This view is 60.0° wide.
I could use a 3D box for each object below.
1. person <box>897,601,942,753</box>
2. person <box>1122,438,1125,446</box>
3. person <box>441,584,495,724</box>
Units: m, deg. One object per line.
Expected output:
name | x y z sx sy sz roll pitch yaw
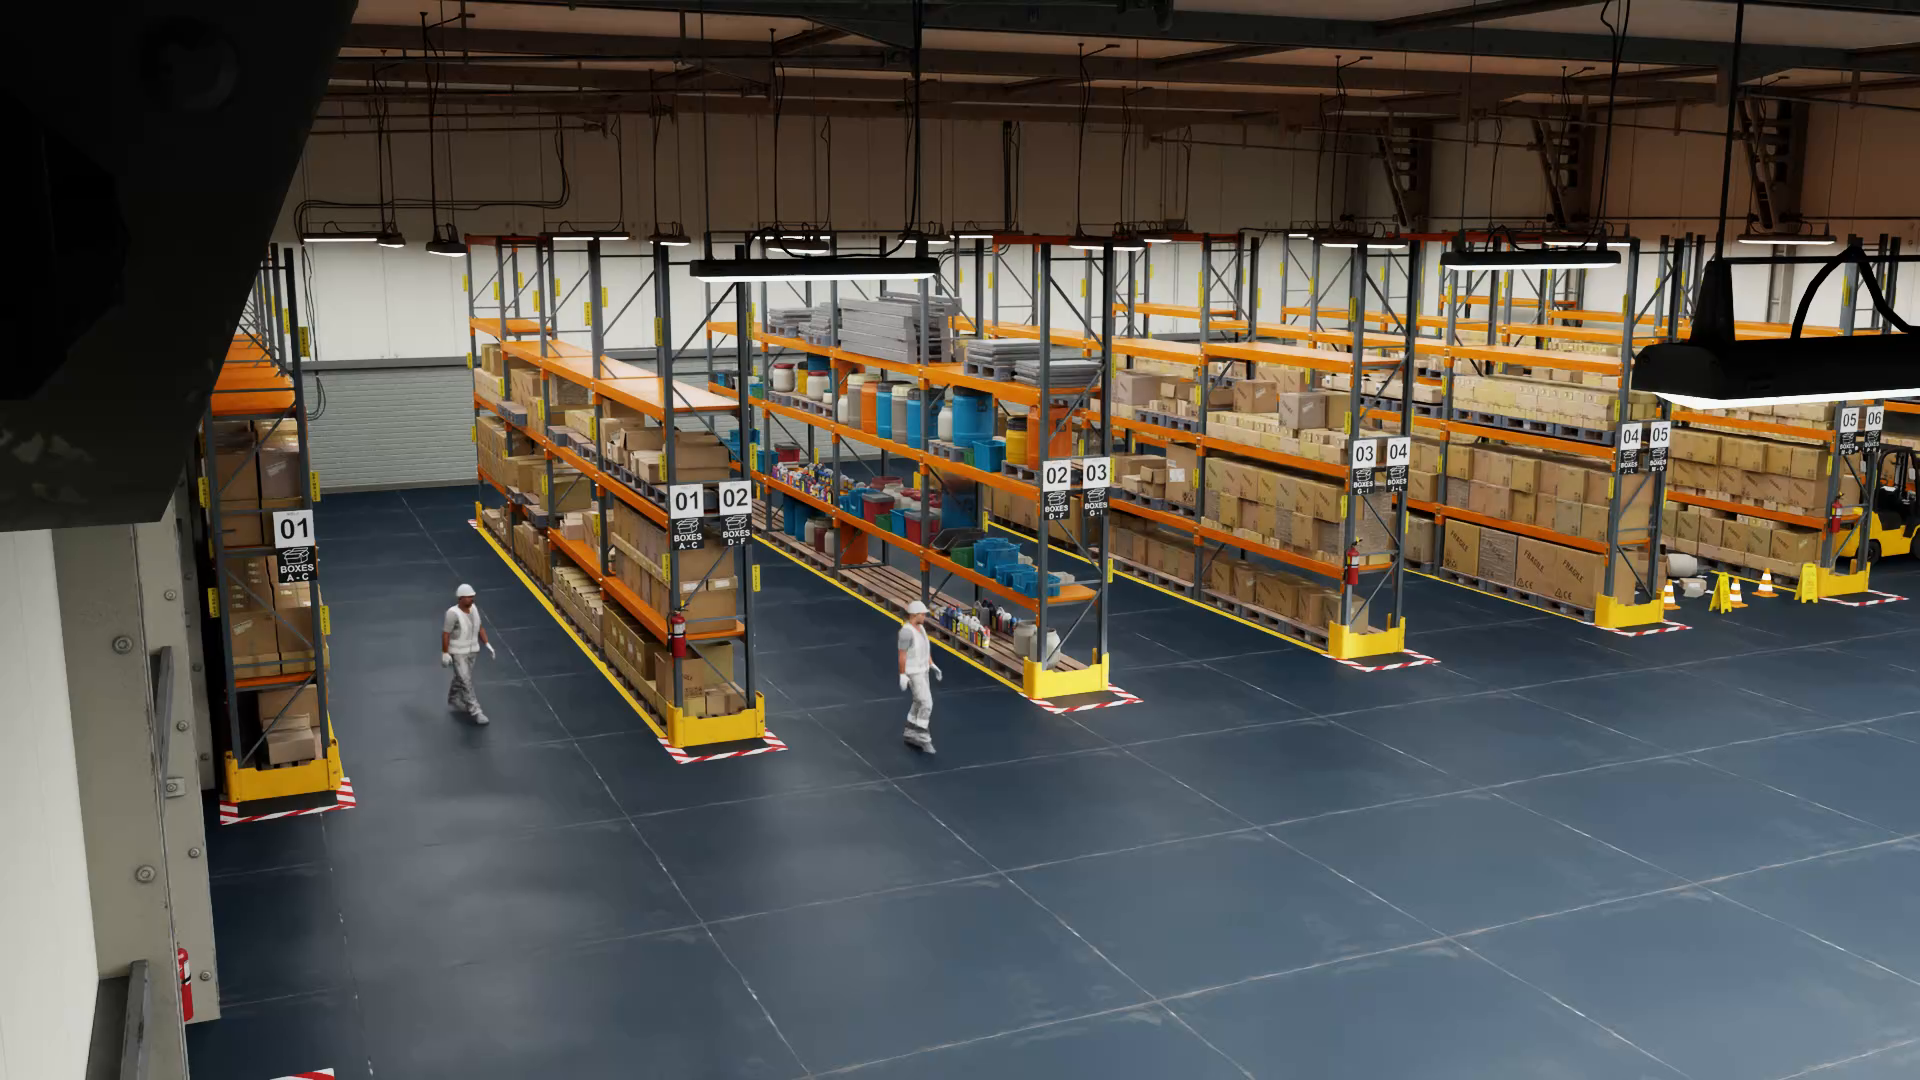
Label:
person | -0.470 1.651 20.046 0.509 1.846 0.570 4 12 20
person | 4.500 -2.976 43.798 0.545 1.738 0.779 6 12 27
person | -6.291 1.404 21.210 1.103 1.712 0.649 9 14 38
